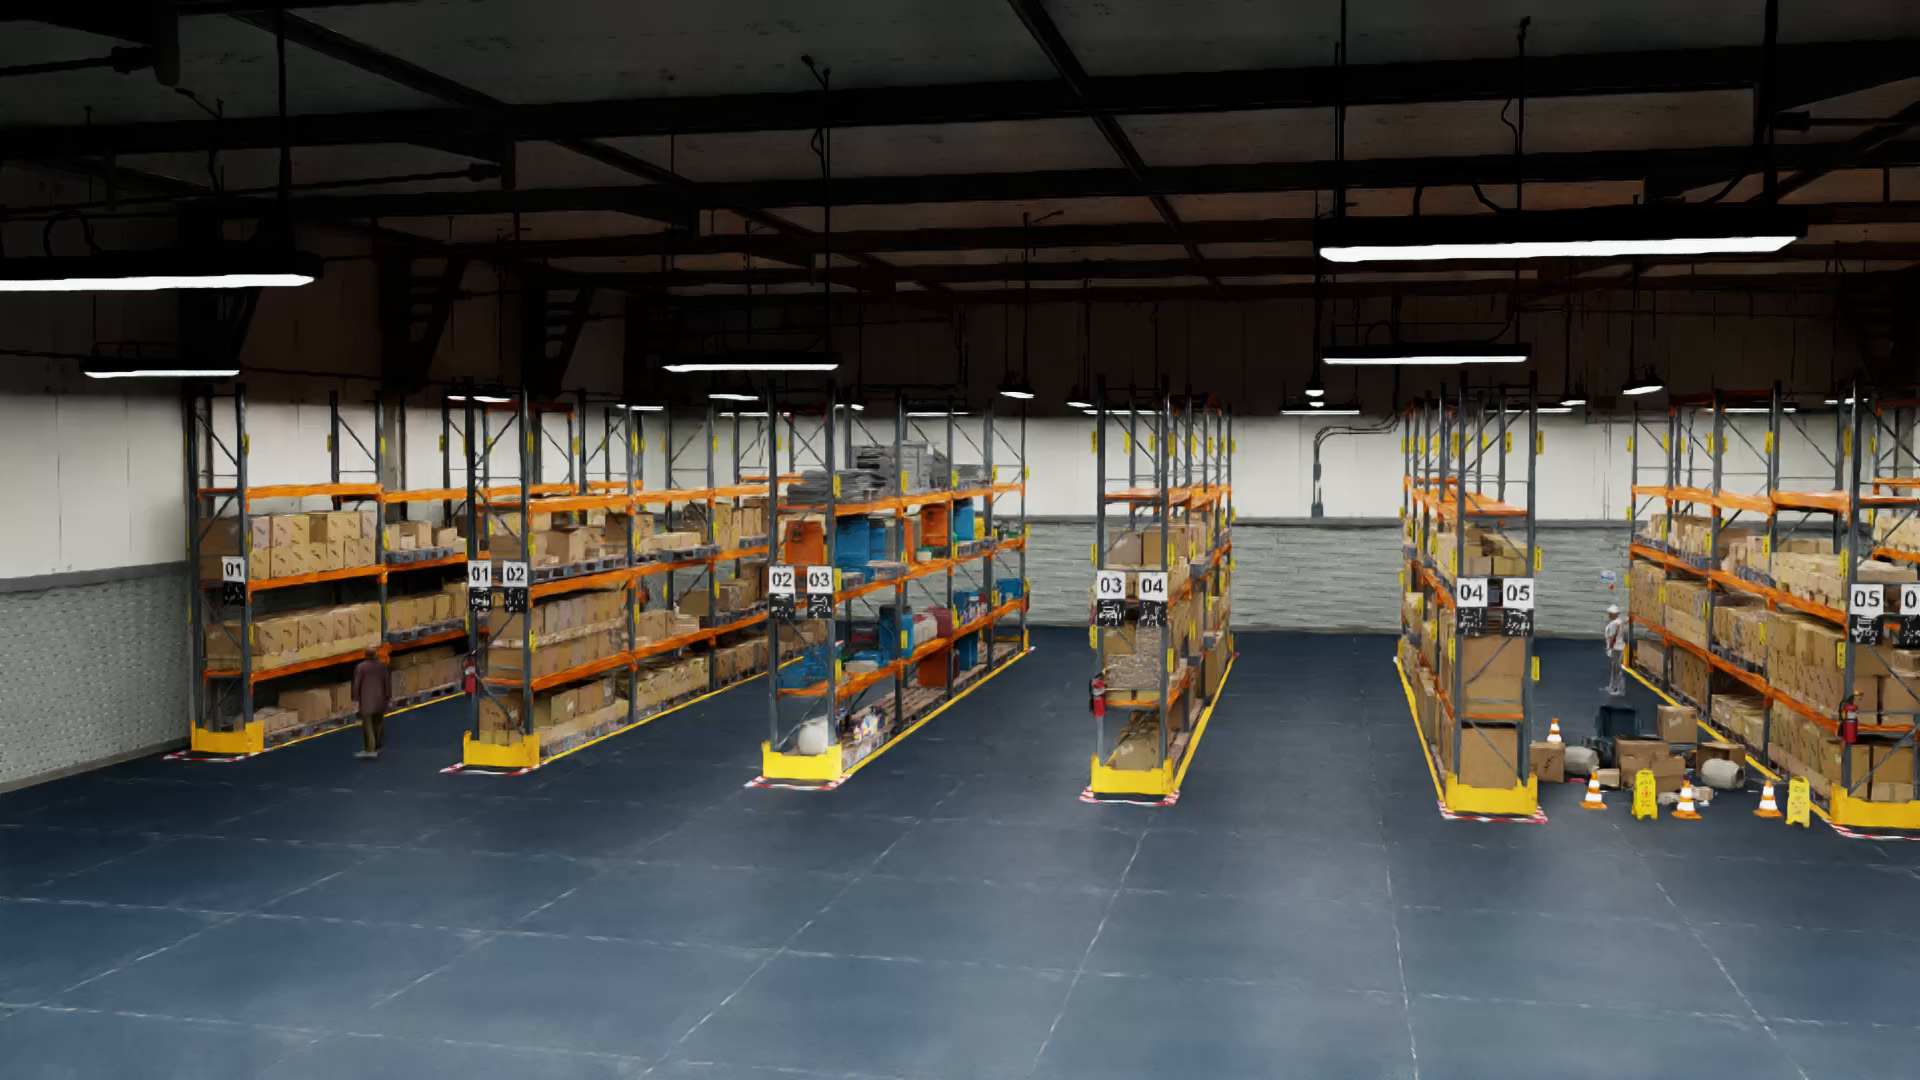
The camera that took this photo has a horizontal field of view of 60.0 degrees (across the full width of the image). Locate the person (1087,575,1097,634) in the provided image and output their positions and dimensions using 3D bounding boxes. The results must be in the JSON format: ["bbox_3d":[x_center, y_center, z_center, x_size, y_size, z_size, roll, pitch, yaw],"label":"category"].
[{"bbox_3d":[3.635,1.702,43.719,0.598,1.618,0.507,1,3,10],"label":"person"}]

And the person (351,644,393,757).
[{"bbox_3d":[-9.492,2.563,26.791,0.630,1.773,0.678,3,4,41],"label":"person"}]

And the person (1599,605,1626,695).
[{"bbox_3d":[13.077,2.189,33.304,0.557,1.784,0.639,2,4,31],"label":"person"}]

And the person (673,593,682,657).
[{"bbox_3d":[-6.469,1.998,38.360,0.456,1.589,1.088,1,3,15],"label":"person"}]
